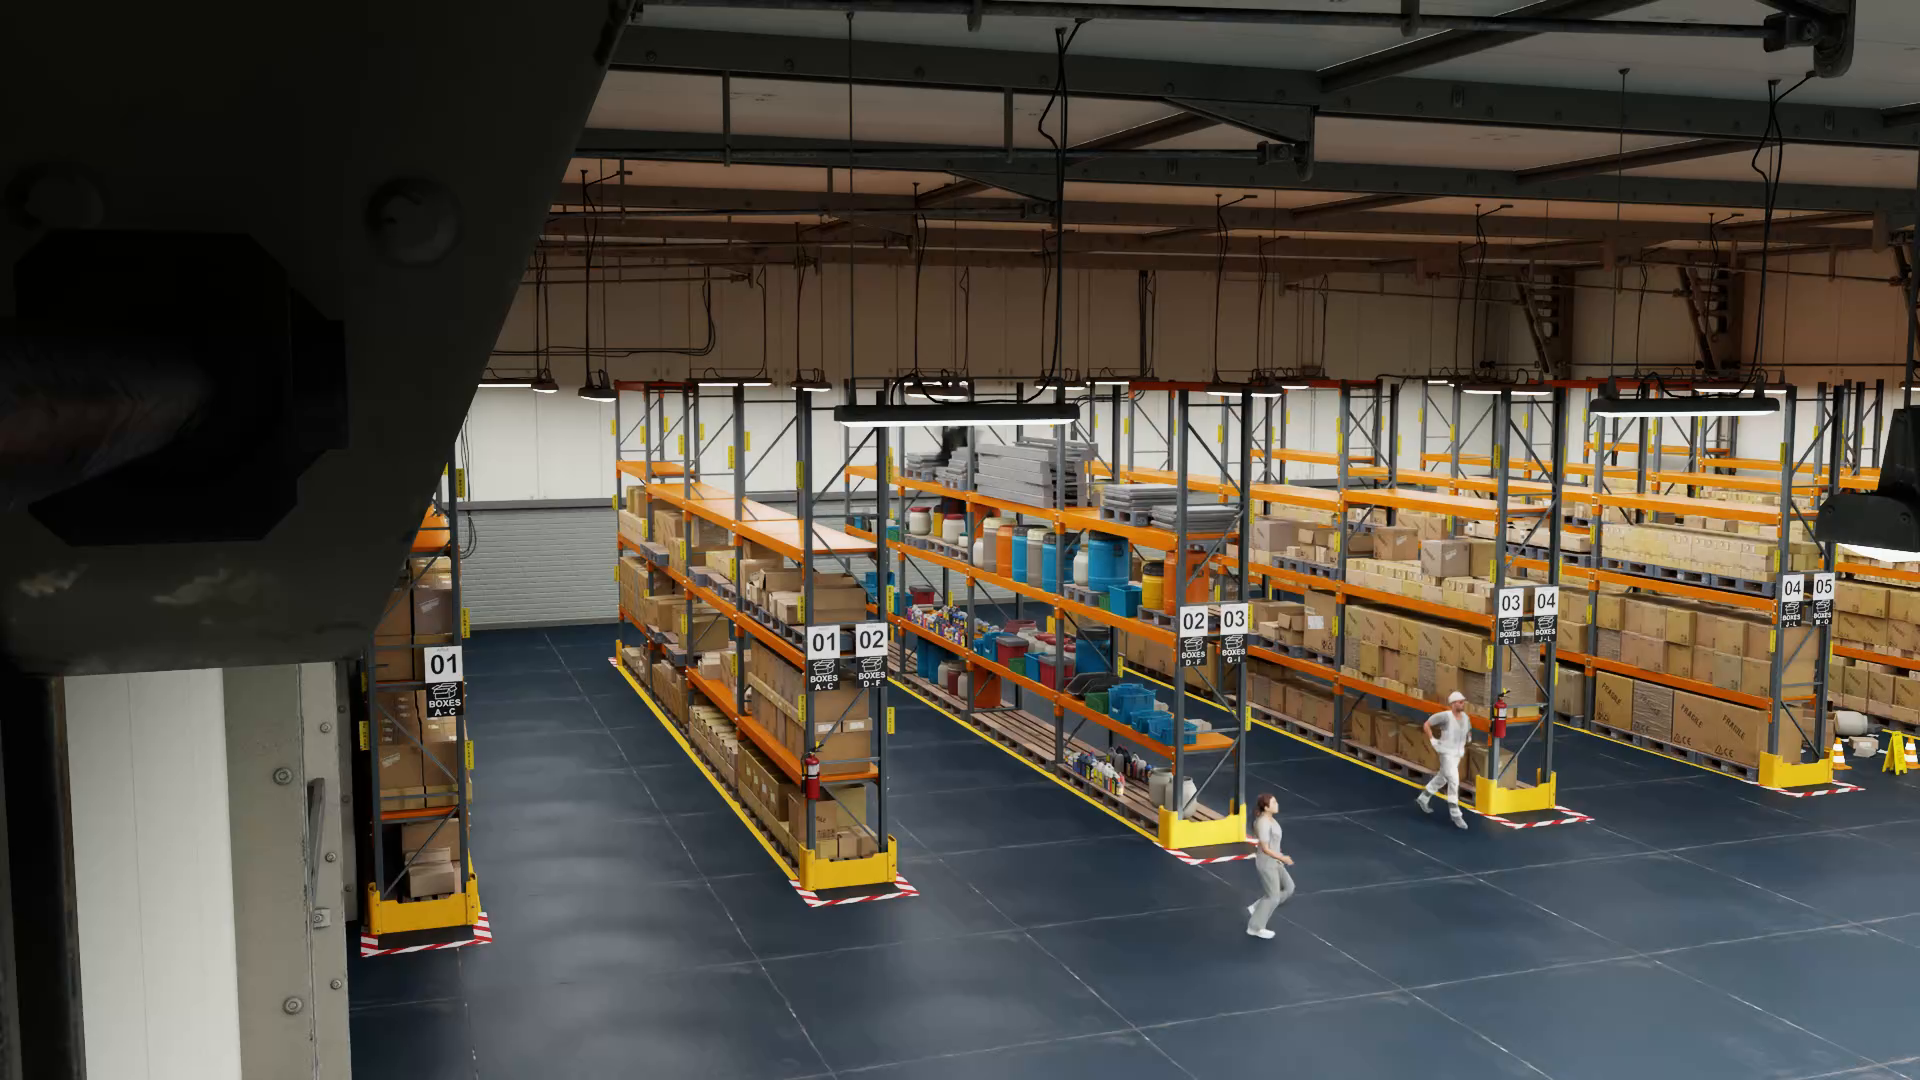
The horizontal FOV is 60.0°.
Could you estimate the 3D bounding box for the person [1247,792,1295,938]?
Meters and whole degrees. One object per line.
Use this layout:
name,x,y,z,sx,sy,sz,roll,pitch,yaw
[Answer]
person,3.442,3.587,18.375,0.512,1.622,0.577,1,6,12

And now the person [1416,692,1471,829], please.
person,6.816,2.985,23.043,0.700,1.789,0.980,-4,7,-33
